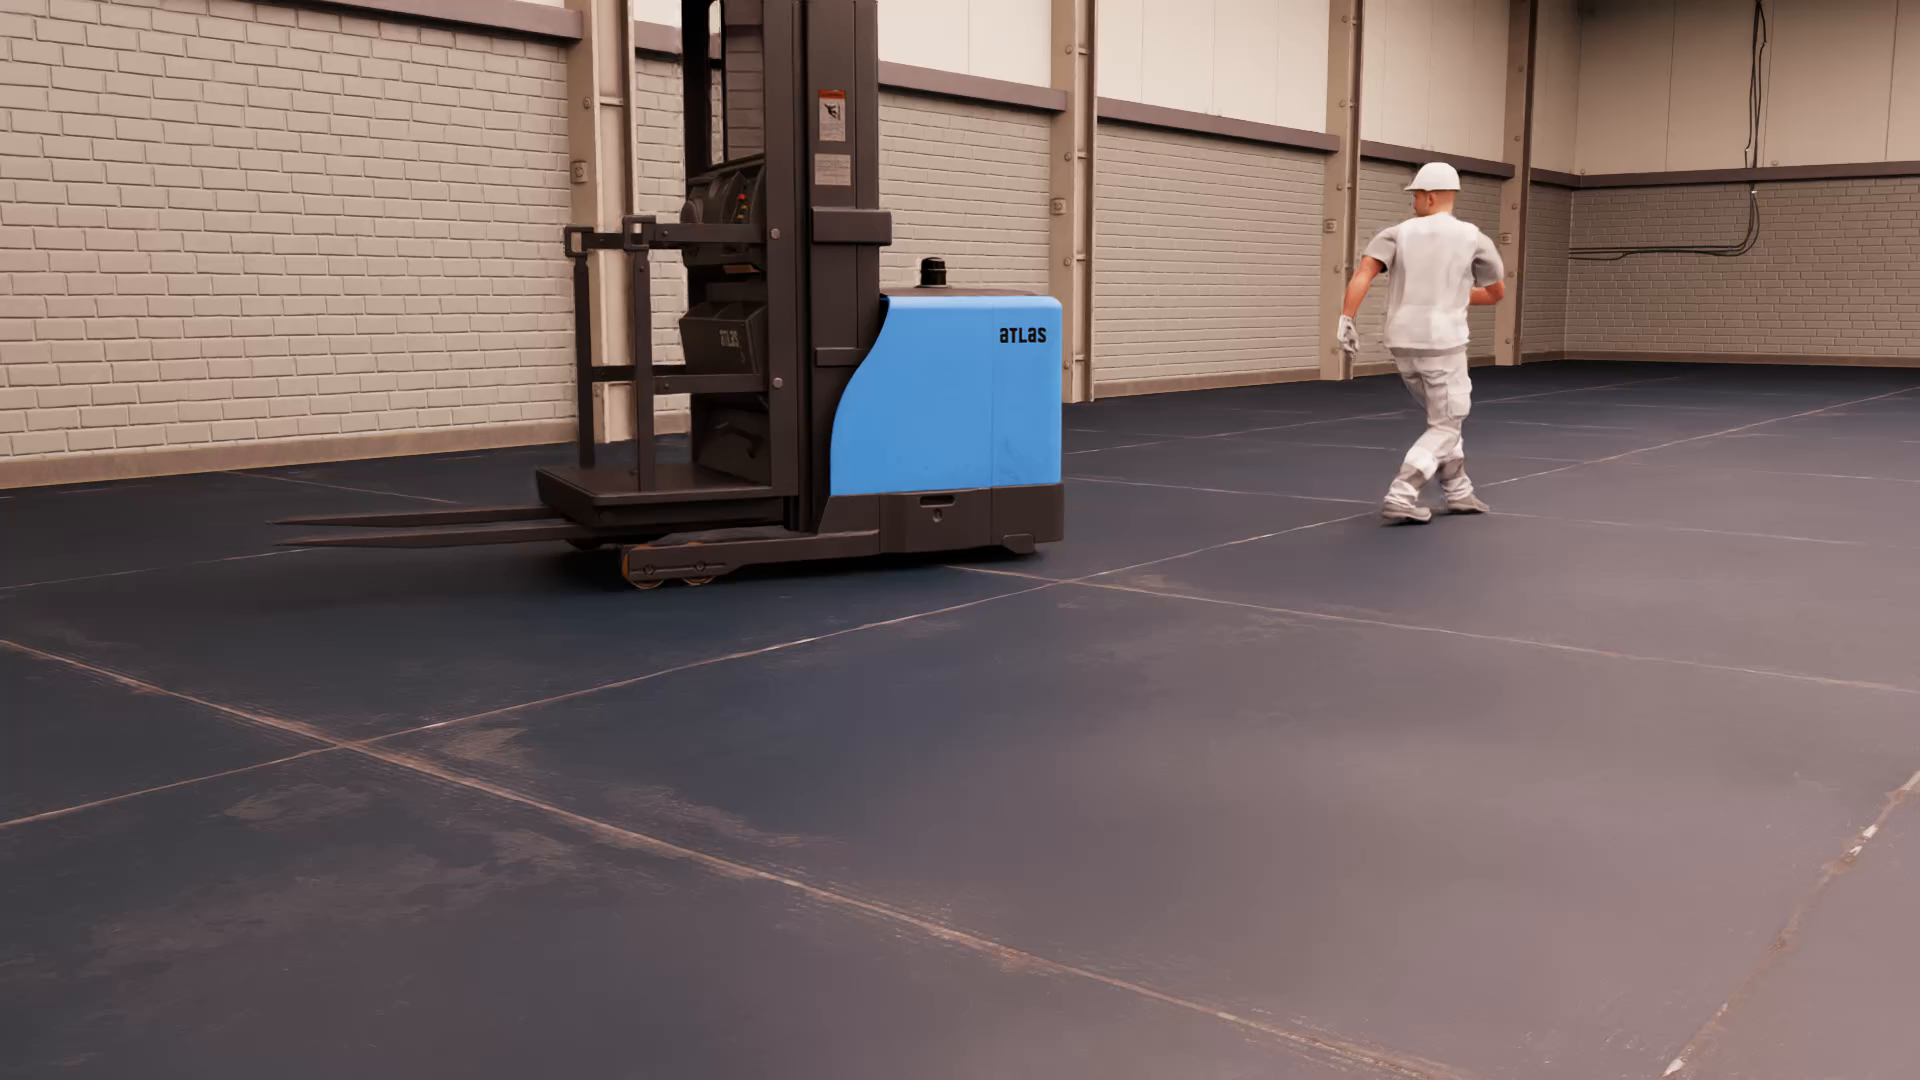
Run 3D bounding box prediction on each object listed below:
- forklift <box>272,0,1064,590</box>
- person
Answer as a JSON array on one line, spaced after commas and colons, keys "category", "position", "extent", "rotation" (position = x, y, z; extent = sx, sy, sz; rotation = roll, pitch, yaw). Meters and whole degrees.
[{"category": "forklift", "position": [-1.125, -1.353, 6.531], "extent": [3.031, 2.935, 1.130], "rotation": [-4, 9, -25]}, {"category": "person", "position": [2.282, -0.938, 7.991], "extent": [0.986, 1.713, 0.560], "rotation": [-8, 12, -44]}]
